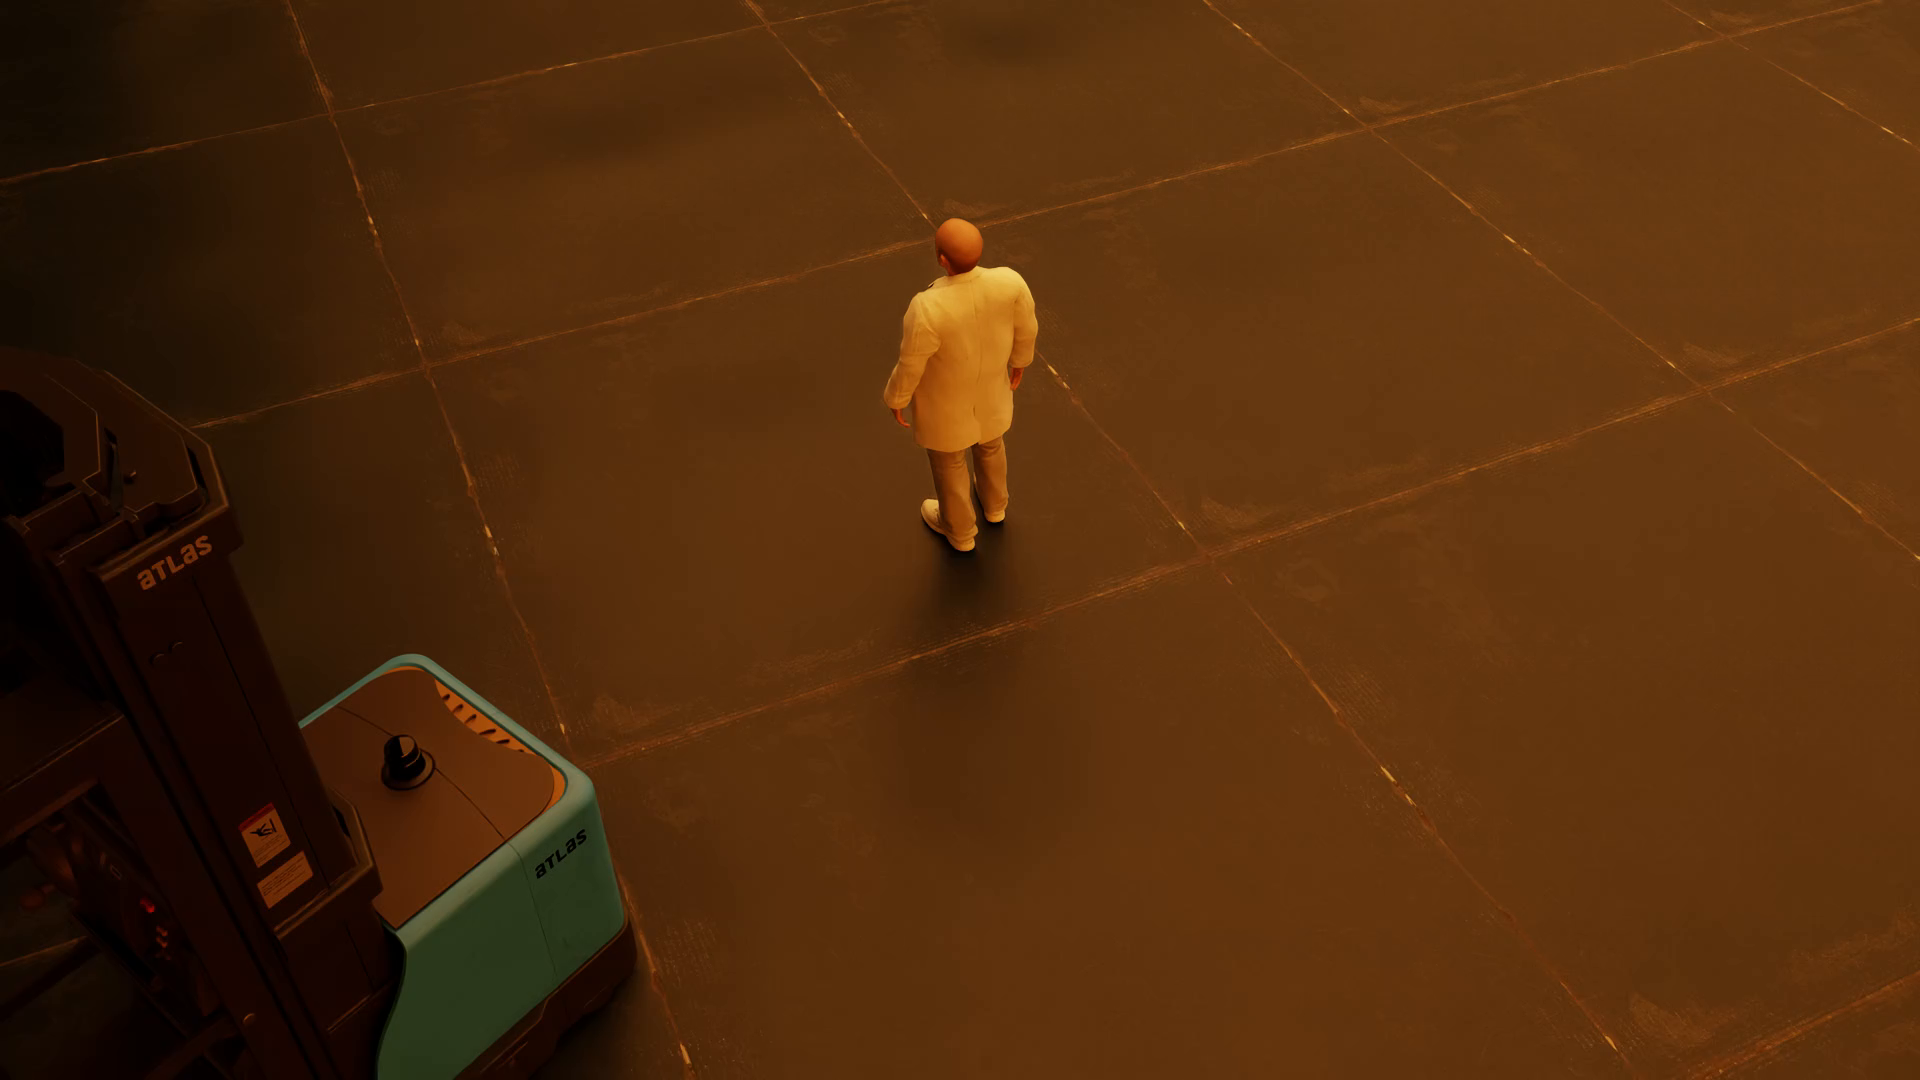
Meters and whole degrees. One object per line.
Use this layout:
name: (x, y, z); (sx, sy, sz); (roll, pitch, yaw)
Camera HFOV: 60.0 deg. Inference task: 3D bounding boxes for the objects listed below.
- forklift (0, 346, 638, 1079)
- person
forklift: (-2.501, 1.074, 4.529); (1.130, 2.935, 3.031); (29, 50, 28)
person: (-0.035, -0.713, 7.279); (0.696, 1.777, 0.578); (-18, 46, -18)
